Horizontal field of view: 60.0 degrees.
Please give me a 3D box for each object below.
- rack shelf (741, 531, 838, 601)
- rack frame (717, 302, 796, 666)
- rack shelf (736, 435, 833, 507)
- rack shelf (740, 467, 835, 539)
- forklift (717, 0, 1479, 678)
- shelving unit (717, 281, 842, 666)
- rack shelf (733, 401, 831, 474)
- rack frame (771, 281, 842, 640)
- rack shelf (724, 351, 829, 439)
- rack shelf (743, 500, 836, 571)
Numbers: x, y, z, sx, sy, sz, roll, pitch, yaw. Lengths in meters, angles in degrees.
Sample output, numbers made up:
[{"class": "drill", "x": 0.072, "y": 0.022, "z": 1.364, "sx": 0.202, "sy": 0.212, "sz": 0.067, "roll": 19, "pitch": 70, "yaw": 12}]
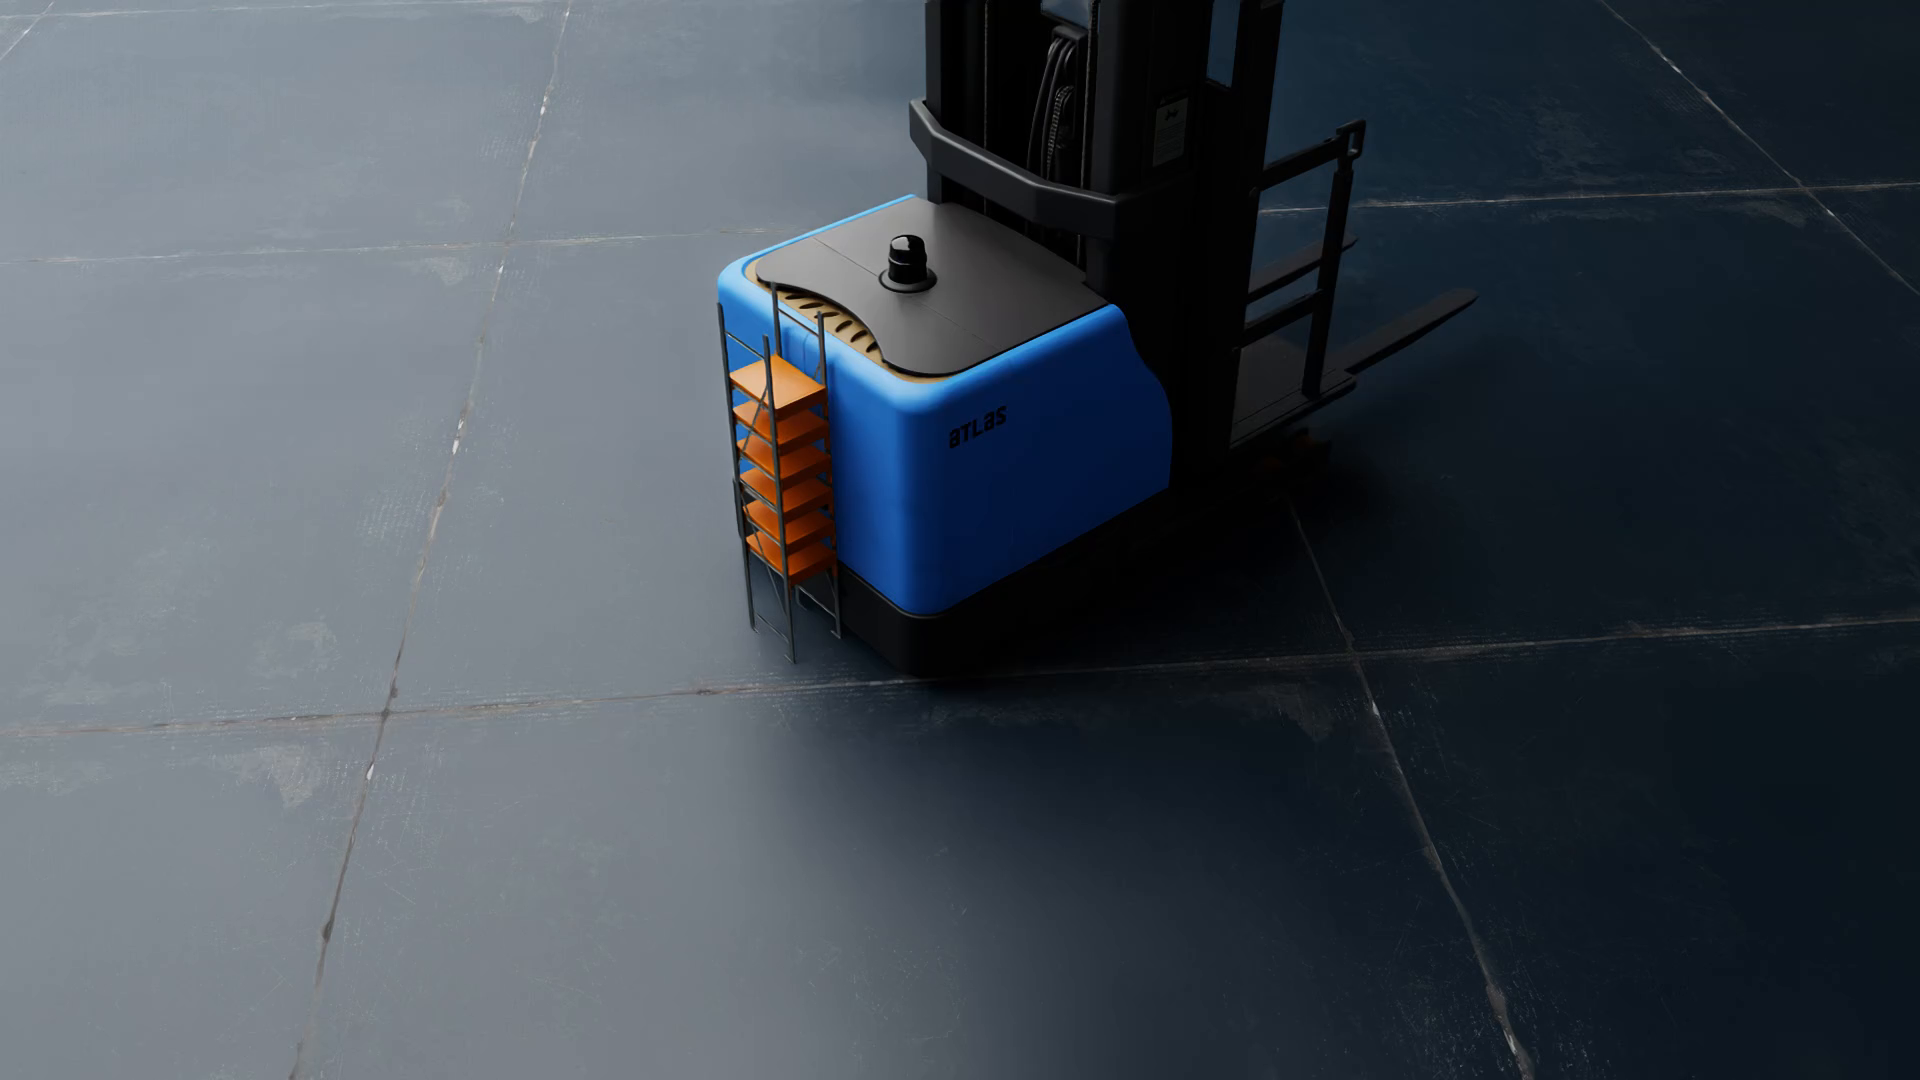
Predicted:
[{"class": "rack shelf", "x": -0.526, "y": 0.053, "z": 5.143, "sx": 0.180, "sy": 0.103, "sz": 0.258, "roll": -28, "pitch": 46, "yaw": -31}, {"class": "rack frame", "x": -0.596, "y": -0.134, "z": 4.920, "sx": 0.006, "sy": 1.200, "sz": 0.240, "roll": -28, "pitch": 46, "yaw": -31}, {"class": "rack shelf", "x": -0.526, "y": -0.230, "z": 4.920, "sx": 0.180, "sy": 0.103, "sz": 0.258, "roll": -28, "pitch": 46, "yaw": -31}, {"class": "rack shelf", "x": -0.526, "y": -0.136, "z": 4.995, "sx": 0.180, "sy": 0.103, "sz": 0.258, "roll": -28, "pitch": 46, "yaw": -31}, {"class": "forklift", "x": 0.695, "y": -1.502, "z": 5.258, "sx": 3.031, "sy": 2.935, "sz": 1.130, "roll": -28, "pitch": 46, "yaw": -31}, {"class": "shelving unit", "x": -0.526, "y": -0.170, "z": 4.967, "sx": 0.189, "sy": 1.200, "sz": 0.258, "roll": -28, "pitch": 46, "yaw": -31}, {"class": "rack shelf", "x": -0.526, "y": -0.324, "z": 4.846, "sx": 0.180, "sy": 0.103, "sz": 0.258, "roll": -28, "pitch": 46, "yaw": -31}, {"class": "rack frame", "x": -0.457, "y": -0.207, "z": 5.014, "sx": 0.006, "sy": 1.200, "sz": 0.240, "roll": -28, "pitch": 46, "yaw": -31}, {"class": "rack shelf", "x": -0.526, "y": -0.418, "z": 4.772, "sx": 0.180, "sy": 0.103, "sz": 0.258, "roll": -28, "pitch": 46, "yaw": -31}, {"class": "rack shelf", "x": -0.526, "y": -0.041, "z": 5.069, "sx": 0.180, "sy": 0.103, "sz": 0.258, "roll": -28, "pitch": 46, "yaw": -31}]
